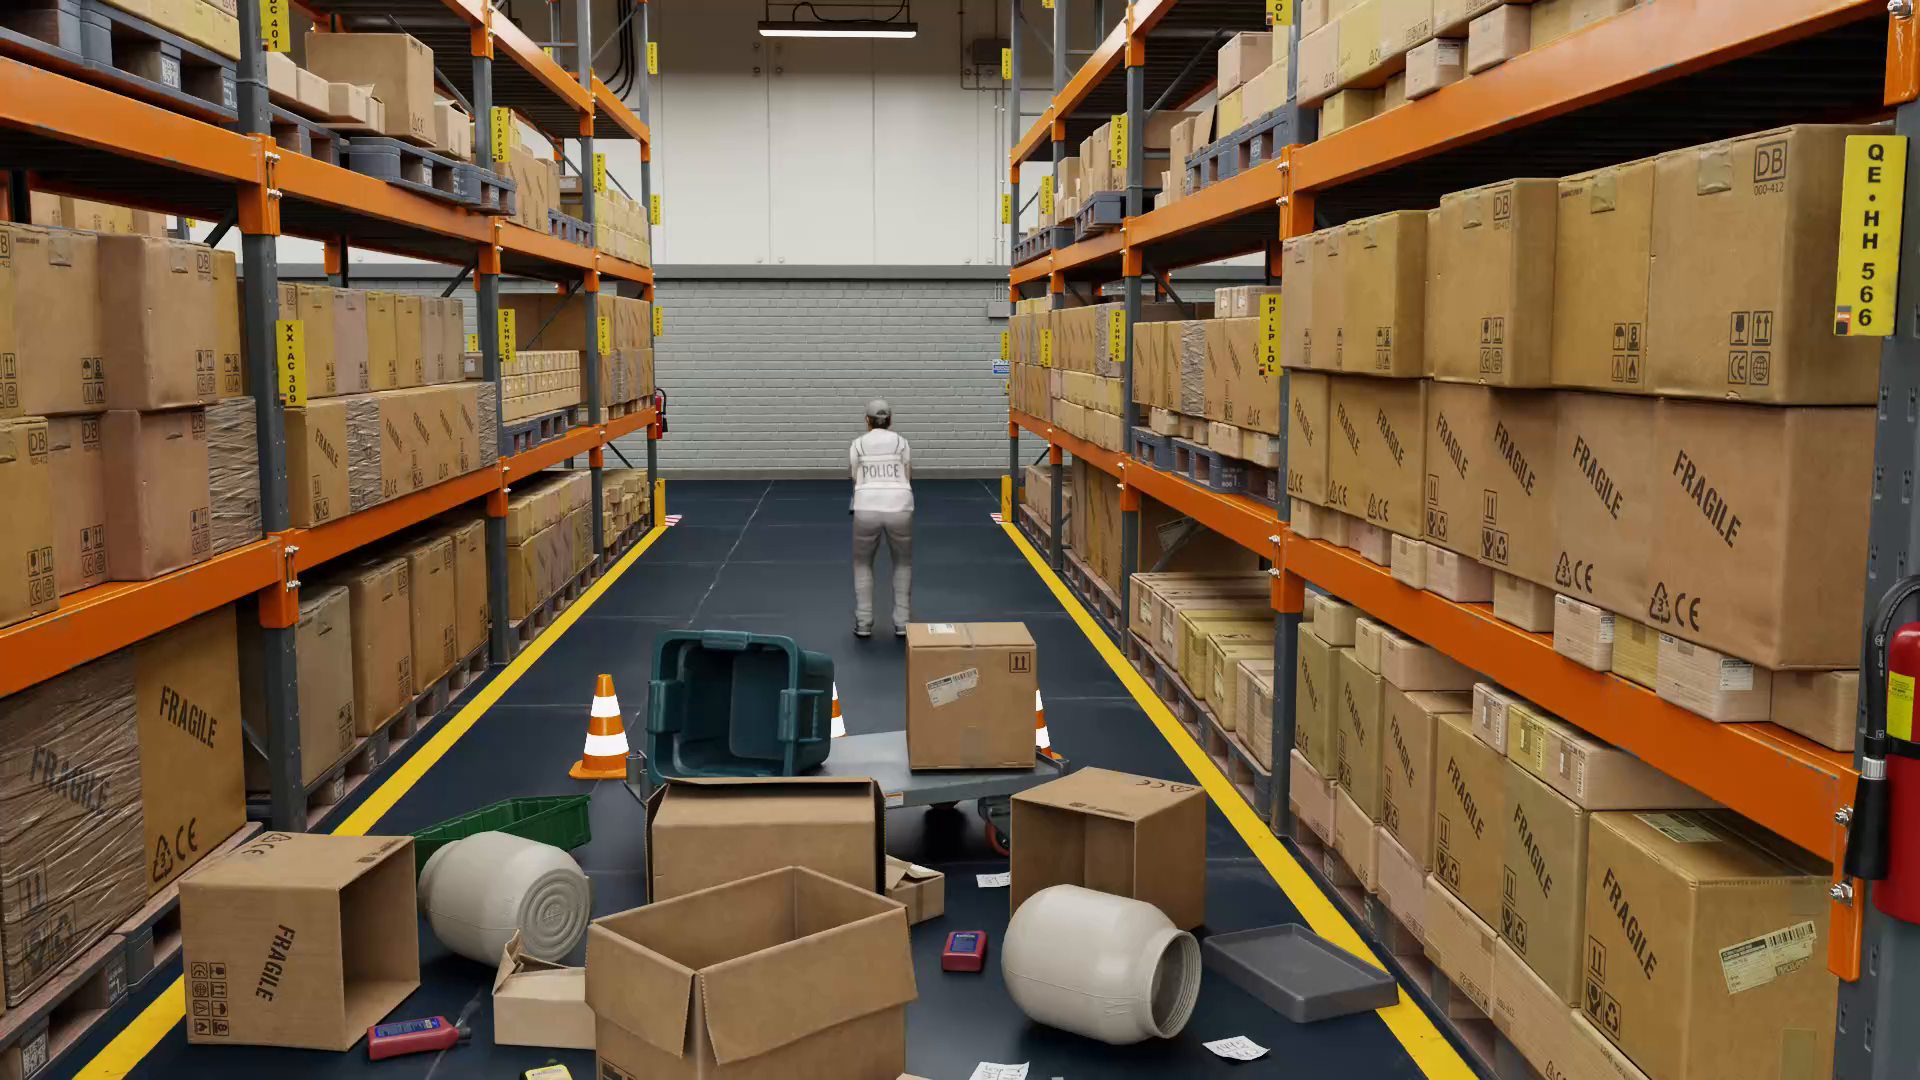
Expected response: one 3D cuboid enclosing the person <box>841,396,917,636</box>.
[{"bbox_3d":[-0.550,-0.164,11.568,0.559,1.665,0.469,-1,7,-7],"label":"person"}]
